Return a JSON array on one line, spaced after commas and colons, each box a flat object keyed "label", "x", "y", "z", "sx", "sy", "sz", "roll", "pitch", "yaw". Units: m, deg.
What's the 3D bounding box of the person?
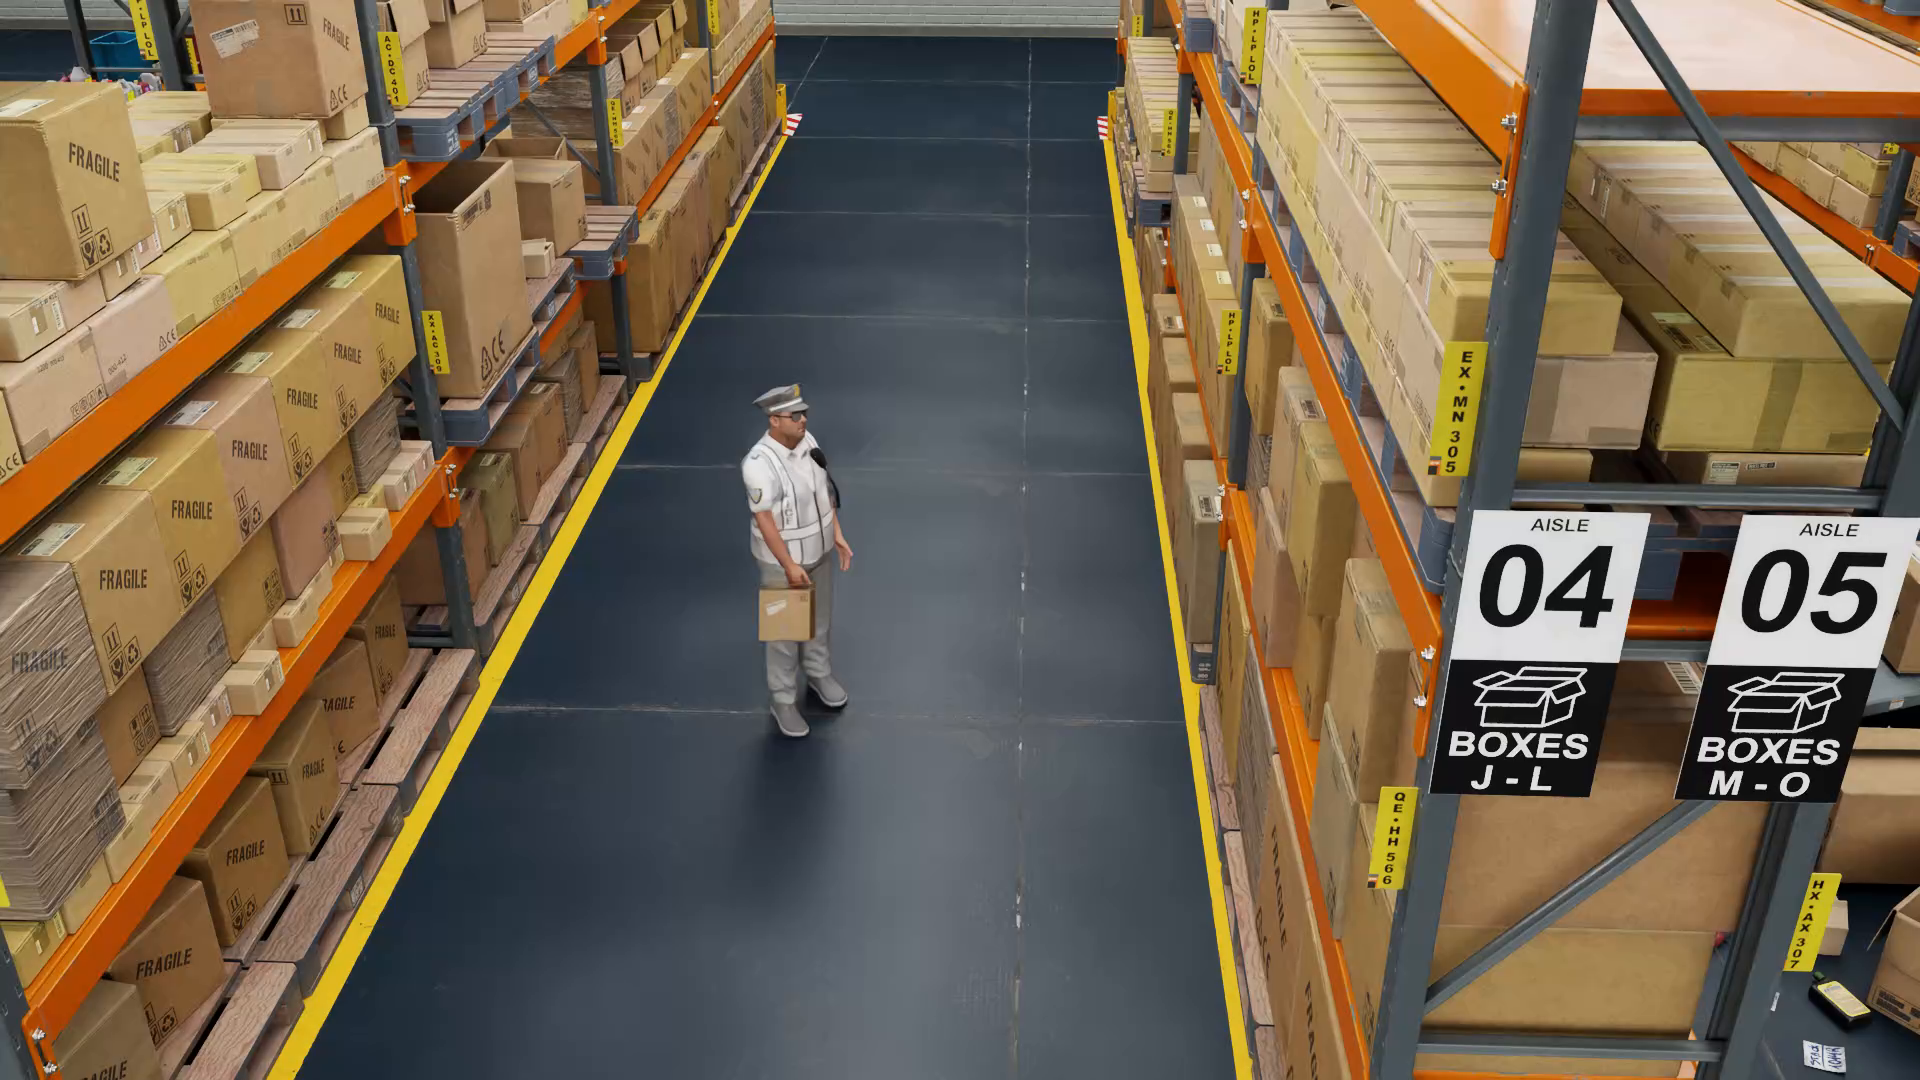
[{"label": "person", "x": -0.830, "y": 0.074, "z": 8.415, "sx": 0.472, "sy": 1.789, "sz": 0.604, "roll": 16, "pitch": 32, "yaw": 27}]
